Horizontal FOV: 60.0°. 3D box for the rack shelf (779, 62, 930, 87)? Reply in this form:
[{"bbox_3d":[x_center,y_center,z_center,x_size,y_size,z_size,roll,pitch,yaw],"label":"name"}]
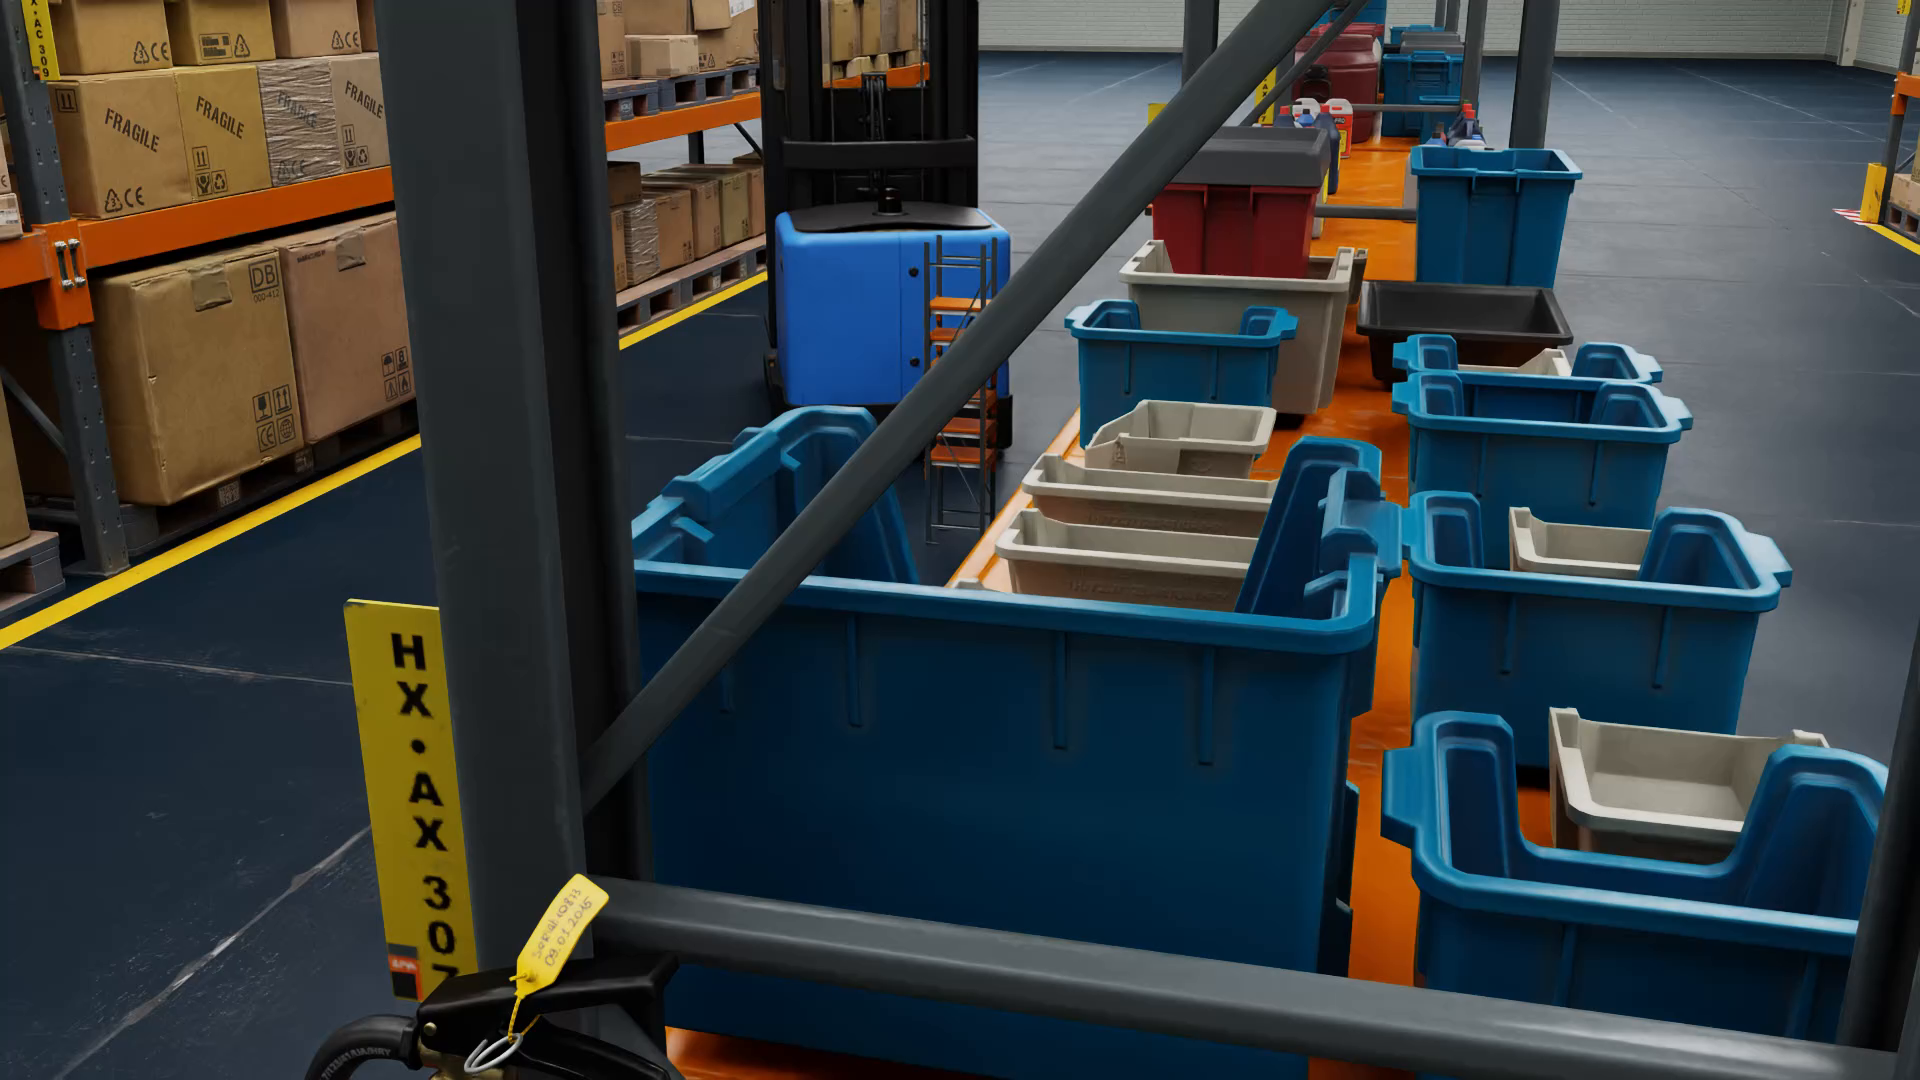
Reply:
[{"bbox_3d":[-1.229,-4.123,15.232,1.077,0.370,4.000,5,19,13],"label":"rack shelf"}]

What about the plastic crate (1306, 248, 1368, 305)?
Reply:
[{"bbox_3d":[0.878,-0.707,4.433,0.396,0.136,0.243,5,19,13],"label":"plastic crate"}]

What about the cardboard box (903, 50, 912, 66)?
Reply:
[{"bbox_3d":[-0.683,-4.706,16.212,0.380,0.149,0.250,5,19,13],"label":"cardboard box"}]

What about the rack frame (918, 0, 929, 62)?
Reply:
[{"bbox_3d":[-0.741,-5.091,16.951,1.000,3.000,0.127,5,19,13],"label":"rack frame"}]

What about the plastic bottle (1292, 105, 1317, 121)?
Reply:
[{"bbox_3d":[1.576,-1.878,7.738,0.152,0.276,0.135,5,19,13],"label":"plastic bottle"}]

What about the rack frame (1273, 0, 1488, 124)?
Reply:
[{"bbox_3d":[2.108,-2.192,8.465,1.000,3.000,0.127,5,19,13],"label":"rack frame"}]

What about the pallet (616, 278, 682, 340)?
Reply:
[{"bbox_3d":[-2.503,-1.509,10.778,1.003,0.211,1.213,5,19,13],"label":"pallet"}]

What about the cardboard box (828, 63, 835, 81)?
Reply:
[{"bbox_3d":[-1.266,-3.920,13.911,0.380,0.149,0.250,5,19,13],"label":"cardboard box"}]

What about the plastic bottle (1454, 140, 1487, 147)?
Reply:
[{"bbox_3d":[1.896,-1.358,6.214,0.152,0.276,0.135,5,19,13],"label":"plastic bottle"}]

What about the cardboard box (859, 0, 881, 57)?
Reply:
[{"bbox_3d":[-1.205,-4.633,14.997,0.875,0.500,0.500,5,19,13],"label":"cardboard box"}]

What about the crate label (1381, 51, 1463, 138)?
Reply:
[{"bbox_3d":[2.613,-2.499,9.308,0.502,0.435,0.616,5,19,13],"label":"crate label"}]

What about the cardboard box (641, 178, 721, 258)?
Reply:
[{"bbox_3d":[-2.160,-2.348,12.108,0.700,0.500,0.500,3,19,9],"label":"cardboard box"}]

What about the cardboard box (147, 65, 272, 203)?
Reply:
[{"bbox_3d":[-3.196,-1.659,6.749,0.500,0.500,0.500,5,19,13],"label":"cardboard box"}]

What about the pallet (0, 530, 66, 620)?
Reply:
[{"bbox_3d":[-3.934,0.222,5.711,1.003,0.211,1.213,5,19,13],"label":"pallet"}]

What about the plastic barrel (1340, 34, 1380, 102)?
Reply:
[{"bbox_3d":[2.255,-2.716,9.827,0.421,0.512,0.421,0,19,0],"label":"plastic barrel"}]

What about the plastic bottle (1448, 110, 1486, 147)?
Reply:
[{"bbox_3d":[1.986,-1.504,6.526,0.144,0.351,0.185,5,19,13],"label":"plastic bottle"}]

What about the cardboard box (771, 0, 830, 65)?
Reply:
[{"bbox_3d":[-1.548,-4.161,13.615,0.875,0.500,0.500,5,19,13],"label":"cardboard box"}]

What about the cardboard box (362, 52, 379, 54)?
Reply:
[{"bbox_3d":[-2.827,-2.138,8.150,0.500,0.500,0.500,4,19,12],"label":"cardboard box"}]

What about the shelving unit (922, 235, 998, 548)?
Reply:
[{"bbox_3d":[0.004,-0.572,6.507,0.258,1.200,0.189,5,19,13],"label":"shelving unit"}]

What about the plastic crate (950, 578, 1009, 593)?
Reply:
[{"bbox_3d":[0.177,0.142,1.947,0.396,0.136,0.243,5,19,13],"label":"plastic crate"}]

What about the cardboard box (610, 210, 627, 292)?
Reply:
[{"bbox_3d":[-2.551,-1.820,10.563,0.700,0.500,0.500,4,19,10],"label":"cardboard box"}]

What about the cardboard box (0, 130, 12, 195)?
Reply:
[{"bbox_3d":[-3.526,-1.240,5.450,0.500,0.250,0.500,4,19,12],"label":"cardboard box"}]

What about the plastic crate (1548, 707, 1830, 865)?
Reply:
[{"bbox_3d":[0.691,0.266,1.582,0.250,0.136,0.298,5,19,13],"label":"plastic crate"}]

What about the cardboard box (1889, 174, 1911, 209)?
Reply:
[{"bbox_3d":[8.518,-3.054,14.593,0.500,0.250,0.500,5,19,13],"label":"cardboard box"}]

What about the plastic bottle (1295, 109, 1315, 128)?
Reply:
[{"bbox_3d":[1.580,-1.837,7.625,0.097,0.271,0.097,0,19,0],"label":"plastic bottle"}]

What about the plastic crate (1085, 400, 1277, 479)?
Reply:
[{"bbox_3d":[0.360,-0.131,2.747,0.298,0.136,0.250,5,19,13],"label":"plastic crate"}]

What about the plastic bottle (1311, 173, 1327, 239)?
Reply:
[{"bbox_3d":[1.177,-1.218,5.688,0.144,0.351,0.185,5,19,13],"label":"plastic bottle"}]

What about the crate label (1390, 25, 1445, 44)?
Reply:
[{"bbox_3d":[3.875,-4.118,14.049,0.502,0.435,0.616,5,19,13],"label":"crate label"}]

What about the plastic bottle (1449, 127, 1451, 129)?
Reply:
[{"bbox_3d":[2.377,-1.903,7.926,0.097,0.201,0.097,0,19,0],"label":"plastic bottle"}]

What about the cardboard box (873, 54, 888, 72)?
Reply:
[{"bbox_3d":[-0.875,-4.388,15.282,0.380,0.149,0.250,5,19,13],"label":"cardboard box"}]

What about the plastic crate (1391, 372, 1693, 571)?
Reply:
[{"bbox_3d":[0.854,-0.098,2.500,0.416,0.233,0.300,5,19,13],"label":"plastic crate"}]

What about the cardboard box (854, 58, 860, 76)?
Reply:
[{"bbox_3d":[-1.092,-4.156,14.602,0.380,0.149,0.250,5,19,13],"label":"cardboard box"}]

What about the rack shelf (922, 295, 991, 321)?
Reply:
[{"bbox_3d":[0.004,-0.871,6.405,0.258,0.103,0.180,5,19,13],"label":"rack shelf"}]

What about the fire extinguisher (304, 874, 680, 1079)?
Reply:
[{"bbox_3d":[-0.324,0.540,1.163,0.296,0.674,0.183,5,19,13],"label":"fire extinguisher"}]

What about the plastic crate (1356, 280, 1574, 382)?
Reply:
[{"bbox_3d":[1.117,-0.465,3.740,0.437,0.125,0.590,5,19,13],"label":"plastic crate"}]

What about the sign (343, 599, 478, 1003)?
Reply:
[{"bbox_3d":[-0.384,0.200,1.210,0.100,0.325,0.005,5,19,13],"label":"sign"}]

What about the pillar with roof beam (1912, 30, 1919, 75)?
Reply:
[{"bbox_3d":[16.026,-14.331,34.722,9.100,9.000,0.400,5,19,13],"label":"pillar with roof beam"}]

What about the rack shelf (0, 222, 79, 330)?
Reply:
[{"bbox_3d":[-4.161,-0.362,4.221,1.077,0.370,4.000,5,19,13],"label":"rack shelf"}]

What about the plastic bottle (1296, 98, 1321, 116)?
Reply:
[{"bbox_3d":[1.689,-2.023,8.163,0.152,0.276,0.135,5,19,13],"label":"plastic bottle"}]

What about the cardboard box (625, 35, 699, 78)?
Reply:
[{"bbox_3d":[-2.063,-3.218,11.051,0.500,0.250,0.500,4,19,12],"label":"cardboard box"}]

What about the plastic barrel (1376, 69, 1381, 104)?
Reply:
[{"bbox_3d":[2.613,-2.978,10.979,0.301,0.262,0.301,0,19,0],"label":"plastic barrel"}]

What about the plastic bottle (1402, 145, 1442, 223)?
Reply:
[{"bbox_3d":[1.692,-1.297,6.036,0.152,0.276,0.135,5,19,13],"label":"plastic bottle"}]

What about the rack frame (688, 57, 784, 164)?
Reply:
[{"bbox_3d":[-1.718,-3.837,13.281,1.000,3.000,0.127,5,19,13],"label":"rack frame"}]

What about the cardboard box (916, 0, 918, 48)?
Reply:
[{"bbox_3d":[-0.902,-5.109,16.389,0.875,0.500,0.500,5,19,13],"label":"cardboard box"}]

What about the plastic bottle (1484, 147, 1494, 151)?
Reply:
[{"bbox_3d":[1.851,-1.243,5.866,0.061,0.283,0.133,5,19,13],"label":"plastic bottle"}]

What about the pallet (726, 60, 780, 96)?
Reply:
[{"bbox_3d":[-2.046,-3.518,12.644,1.003,0.211,1.213,5,19,13],"label":"pallet"}]

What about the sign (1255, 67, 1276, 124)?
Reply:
[{"bbox_3d":[1.573,-2.311,8.559,0.100,0.325,0.005,5,19,13],"label":"sign"}]

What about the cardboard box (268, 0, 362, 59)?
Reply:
[{"bbox_3d":[-3.209,-2.463,7.550,0.797,0.503,0.637,5,20,15],"label":"cardboard box"}]

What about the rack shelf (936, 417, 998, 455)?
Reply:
[{"bbox_3d":[0.004,-0.417,6.560,0.258,0.103,0.180,5,19,13],"label":"rack shelf"}]

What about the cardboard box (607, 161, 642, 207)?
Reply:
[{"bbox_3d":[-2.441,-2.343,10.933,0.500,0.250,0.500,7,20,20],"label":"cardboard box"}]

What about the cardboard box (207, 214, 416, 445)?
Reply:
[{"bbox_3d":[-3.318,-1.005,7.627,1.225,0.875,0.875,4,19,11],"label":"cardboard box"}]

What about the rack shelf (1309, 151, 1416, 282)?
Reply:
[{"bbox_3d":[1.619,-1.225,6.746,1.077,0.370,4.000,5,19,13],"label":"rack shelf"}]

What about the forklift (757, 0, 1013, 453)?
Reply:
[{"bbox_3d":[-0.489,-2.196,8.583,1.130,2.935,3.031,-3,19,-8],"label":"forklift"}]
